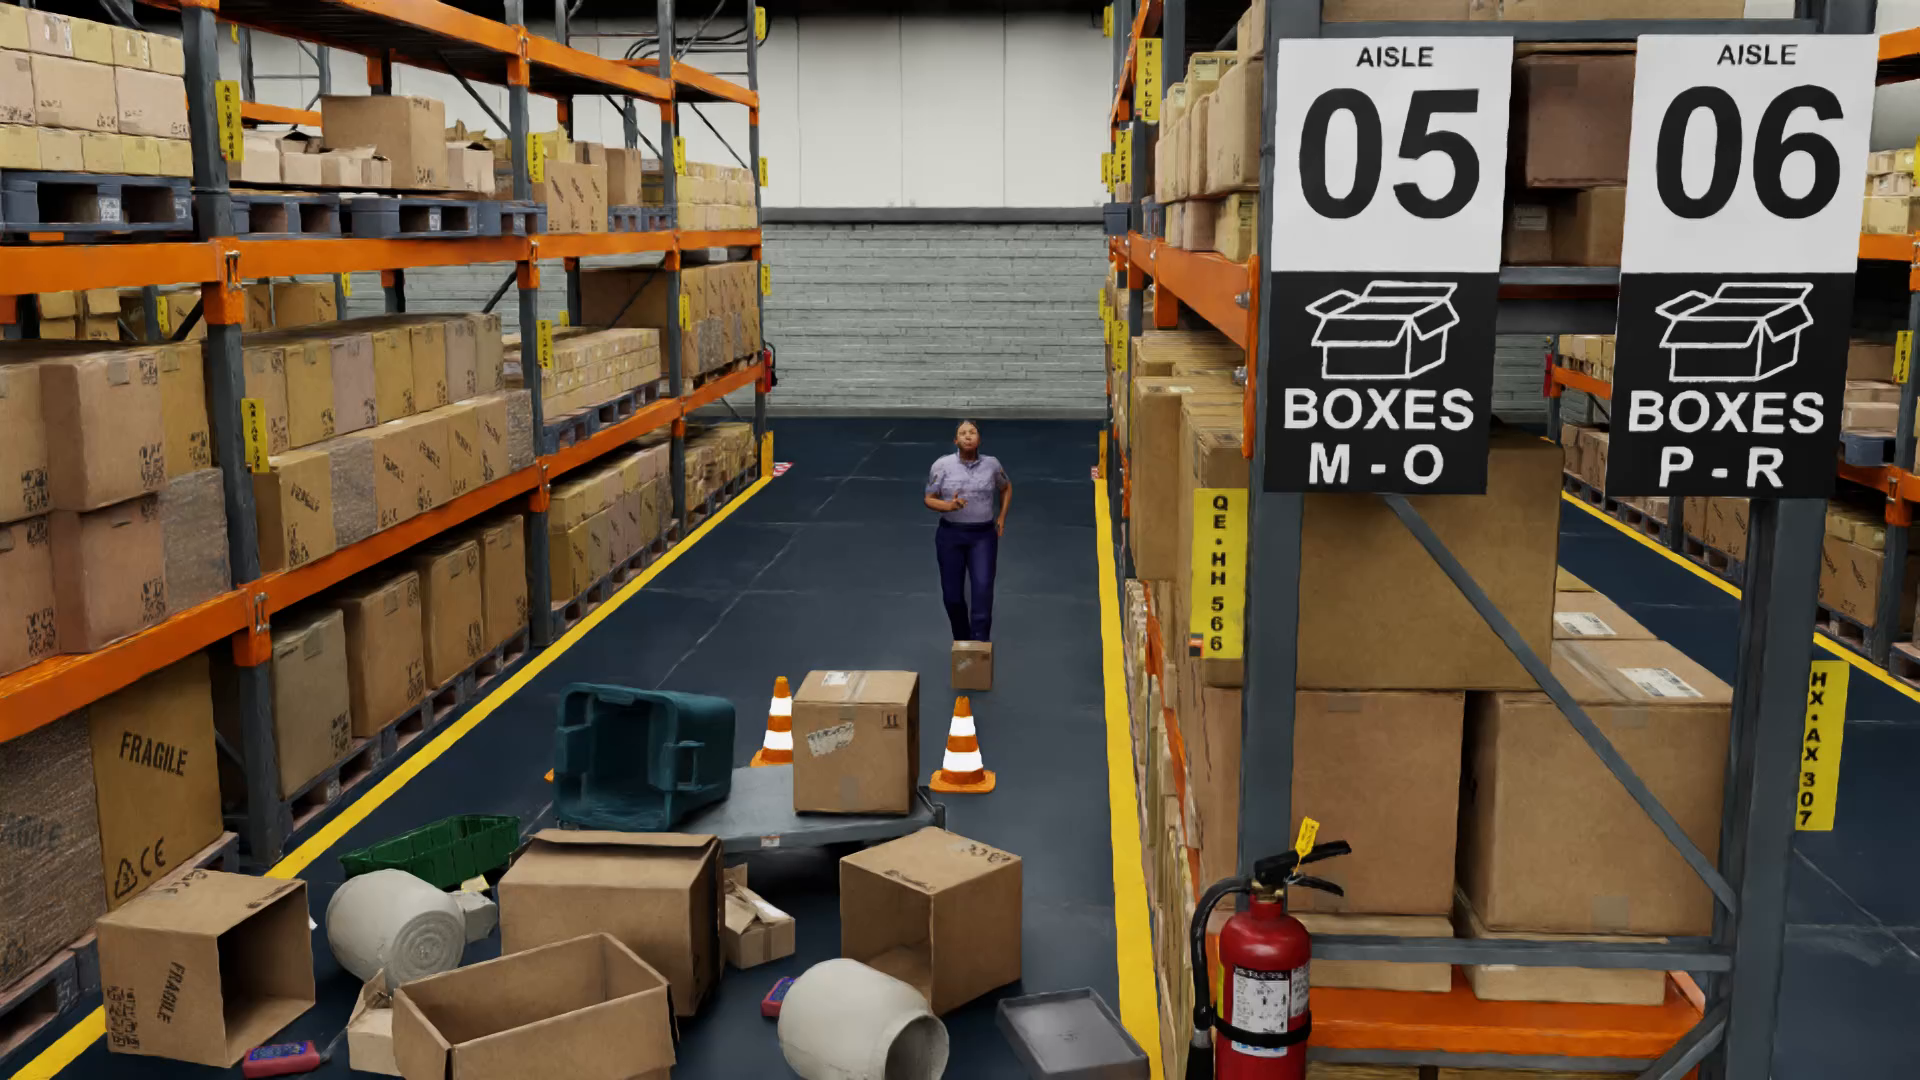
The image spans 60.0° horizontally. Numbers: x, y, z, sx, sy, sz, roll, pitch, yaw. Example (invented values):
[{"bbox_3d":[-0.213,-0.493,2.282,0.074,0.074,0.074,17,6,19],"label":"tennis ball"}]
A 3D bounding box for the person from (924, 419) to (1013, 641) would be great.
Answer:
[{"bbox_3d":[0.045,0.049,10.791,0.566,1.638,0.799,1,11,4],"label":"person"}]
